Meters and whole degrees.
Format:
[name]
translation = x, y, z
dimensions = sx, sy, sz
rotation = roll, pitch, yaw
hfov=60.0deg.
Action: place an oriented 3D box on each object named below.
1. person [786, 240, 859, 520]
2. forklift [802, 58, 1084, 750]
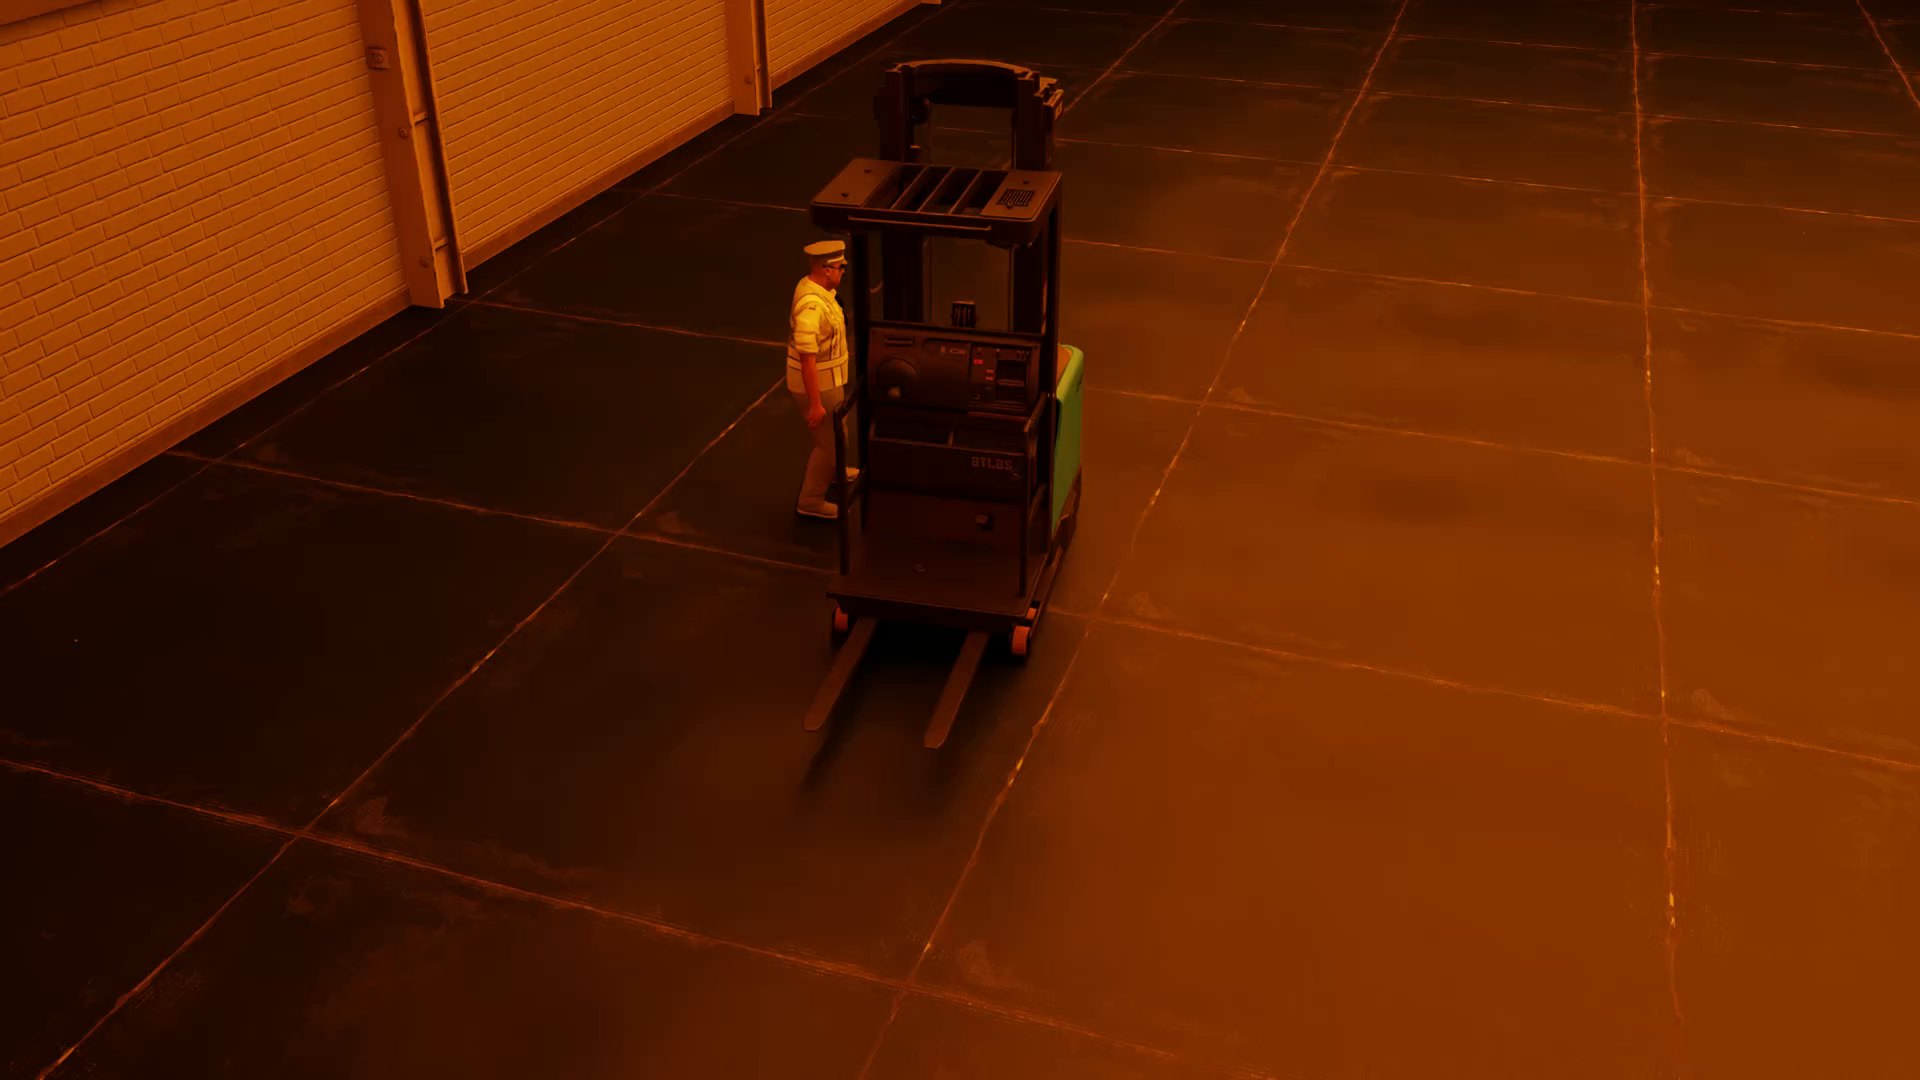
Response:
[person]
translation = -0.834, -0.978, 10.073
dimensions = 0.440, 1.725, 0.787
rotation = -2, 30, -4
[forklift]
translation = -0.084, -0.853, 8.633
dimensions = 1.130, 2.935, 3.031
rotation = 7, 30, 12
